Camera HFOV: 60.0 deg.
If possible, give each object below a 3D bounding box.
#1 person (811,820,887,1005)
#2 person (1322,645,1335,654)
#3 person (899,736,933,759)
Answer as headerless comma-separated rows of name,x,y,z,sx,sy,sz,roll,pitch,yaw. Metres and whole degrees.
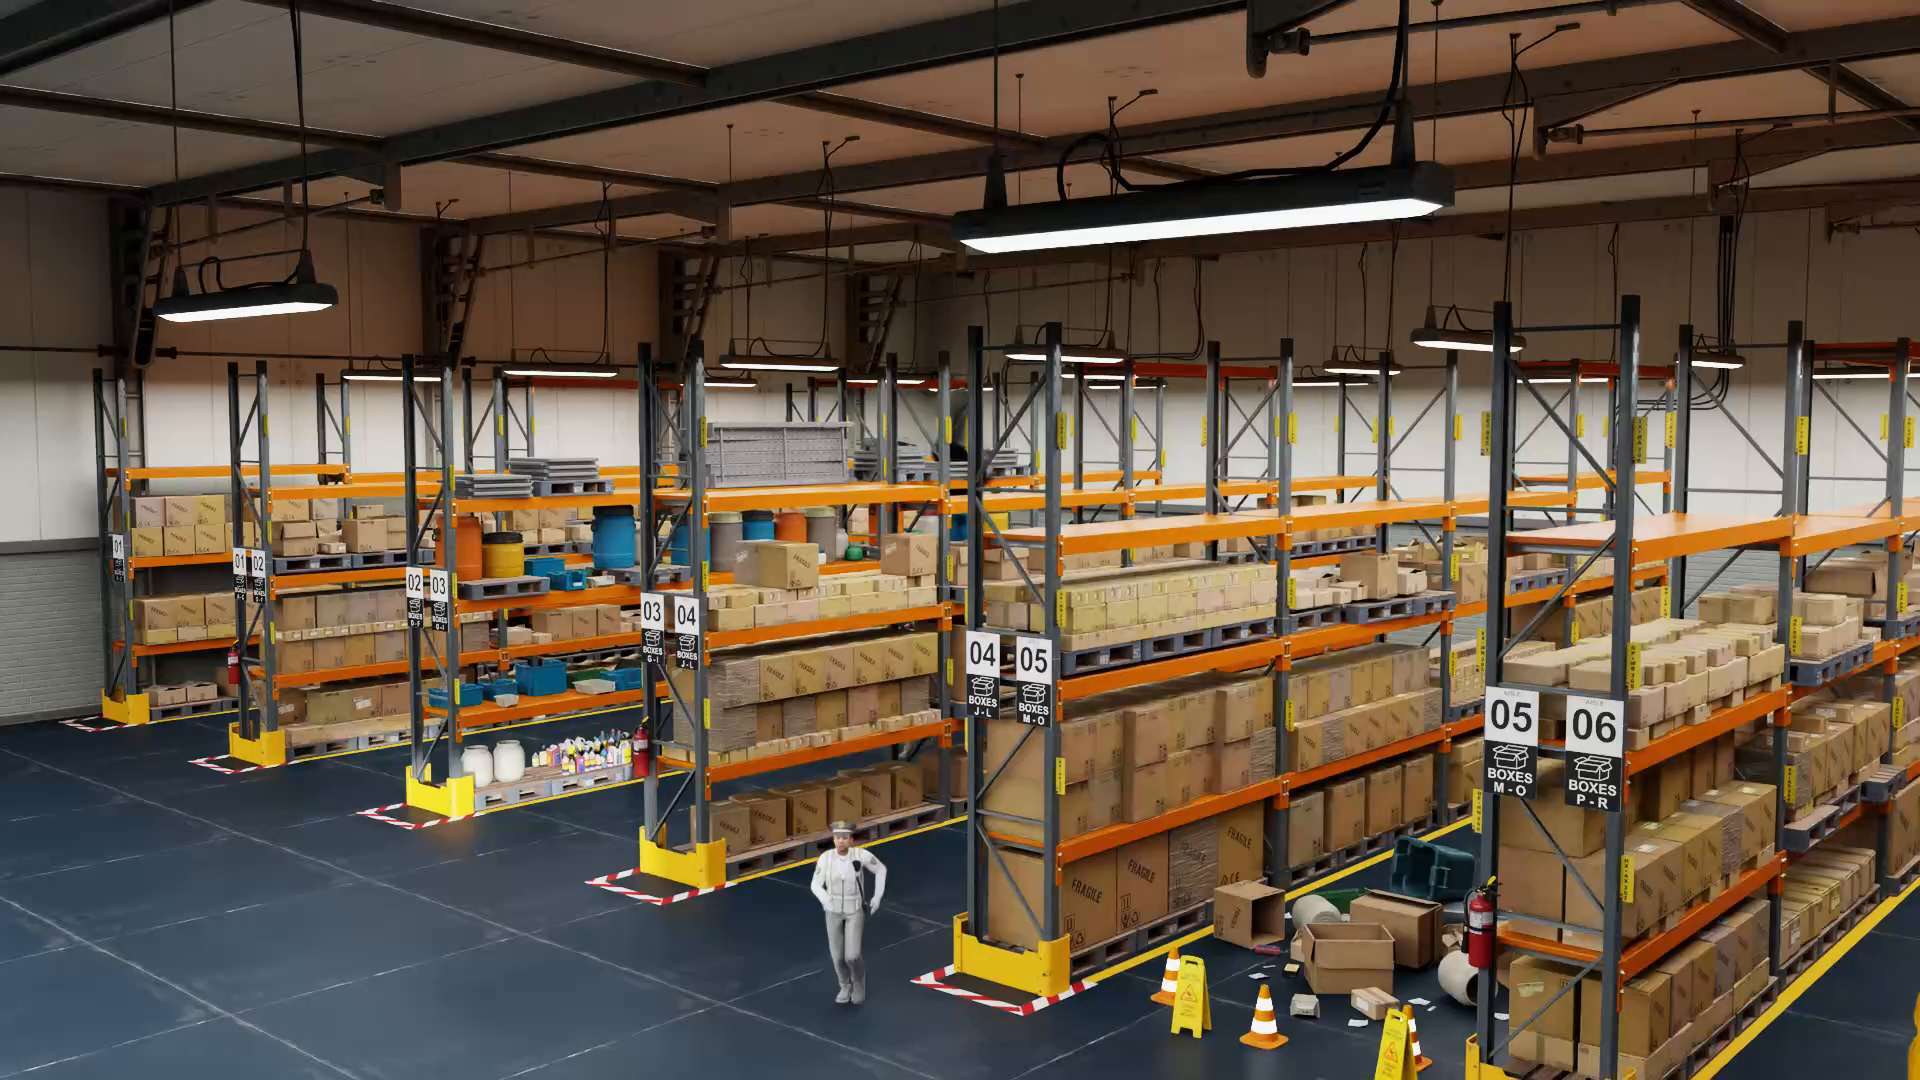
person,-0.987,3.266,14.510,0.638,1.682,0.619,0,4,6
person,5.826,2.460,26.342,0.513,1.570,1.023,4,6,41
person,-0.660,2.446,25.499,0.654,1.731,0.829,3,5,37
